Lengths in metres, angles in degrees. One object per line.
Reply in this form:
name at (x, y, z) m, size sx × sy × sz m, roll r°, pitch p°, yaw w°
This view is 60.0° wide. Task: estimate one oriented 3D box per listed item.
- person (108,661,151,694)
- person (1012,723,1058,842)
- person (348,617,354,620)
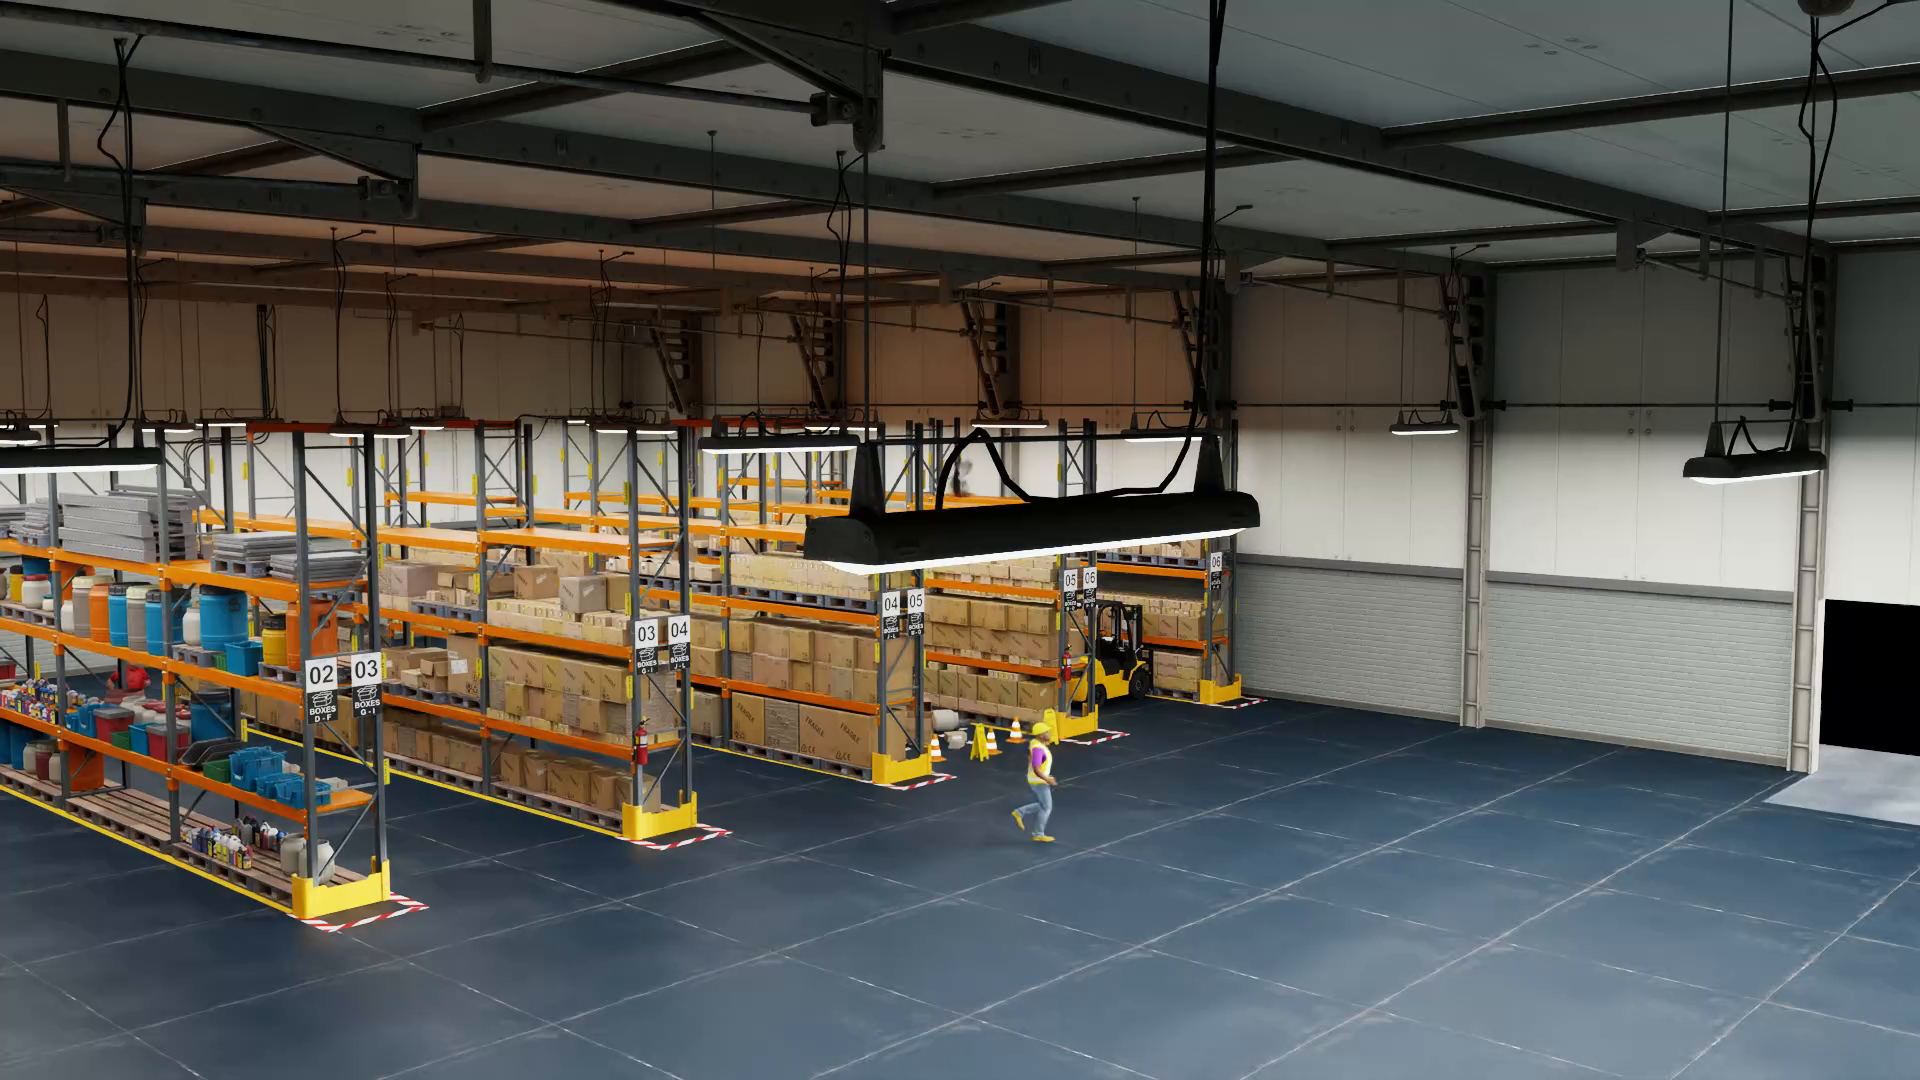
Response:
person at (-15.167, 2.987, 30.517) m, size 0.774 × 1.799 × 0.635 m, roll 2°, pitch 5°, yaw 27°
person at (1.100, 3.500, 24.098) m, size 0.601 × 1.738 × 0.722 m, roll 0°, pitch 5°, yaw -2°
person at (-13.707, 2.511, 37.207) m, size 0.731 × 1.590 × 0.493 m, roll -2°, pitch 5°, yaw -27°
